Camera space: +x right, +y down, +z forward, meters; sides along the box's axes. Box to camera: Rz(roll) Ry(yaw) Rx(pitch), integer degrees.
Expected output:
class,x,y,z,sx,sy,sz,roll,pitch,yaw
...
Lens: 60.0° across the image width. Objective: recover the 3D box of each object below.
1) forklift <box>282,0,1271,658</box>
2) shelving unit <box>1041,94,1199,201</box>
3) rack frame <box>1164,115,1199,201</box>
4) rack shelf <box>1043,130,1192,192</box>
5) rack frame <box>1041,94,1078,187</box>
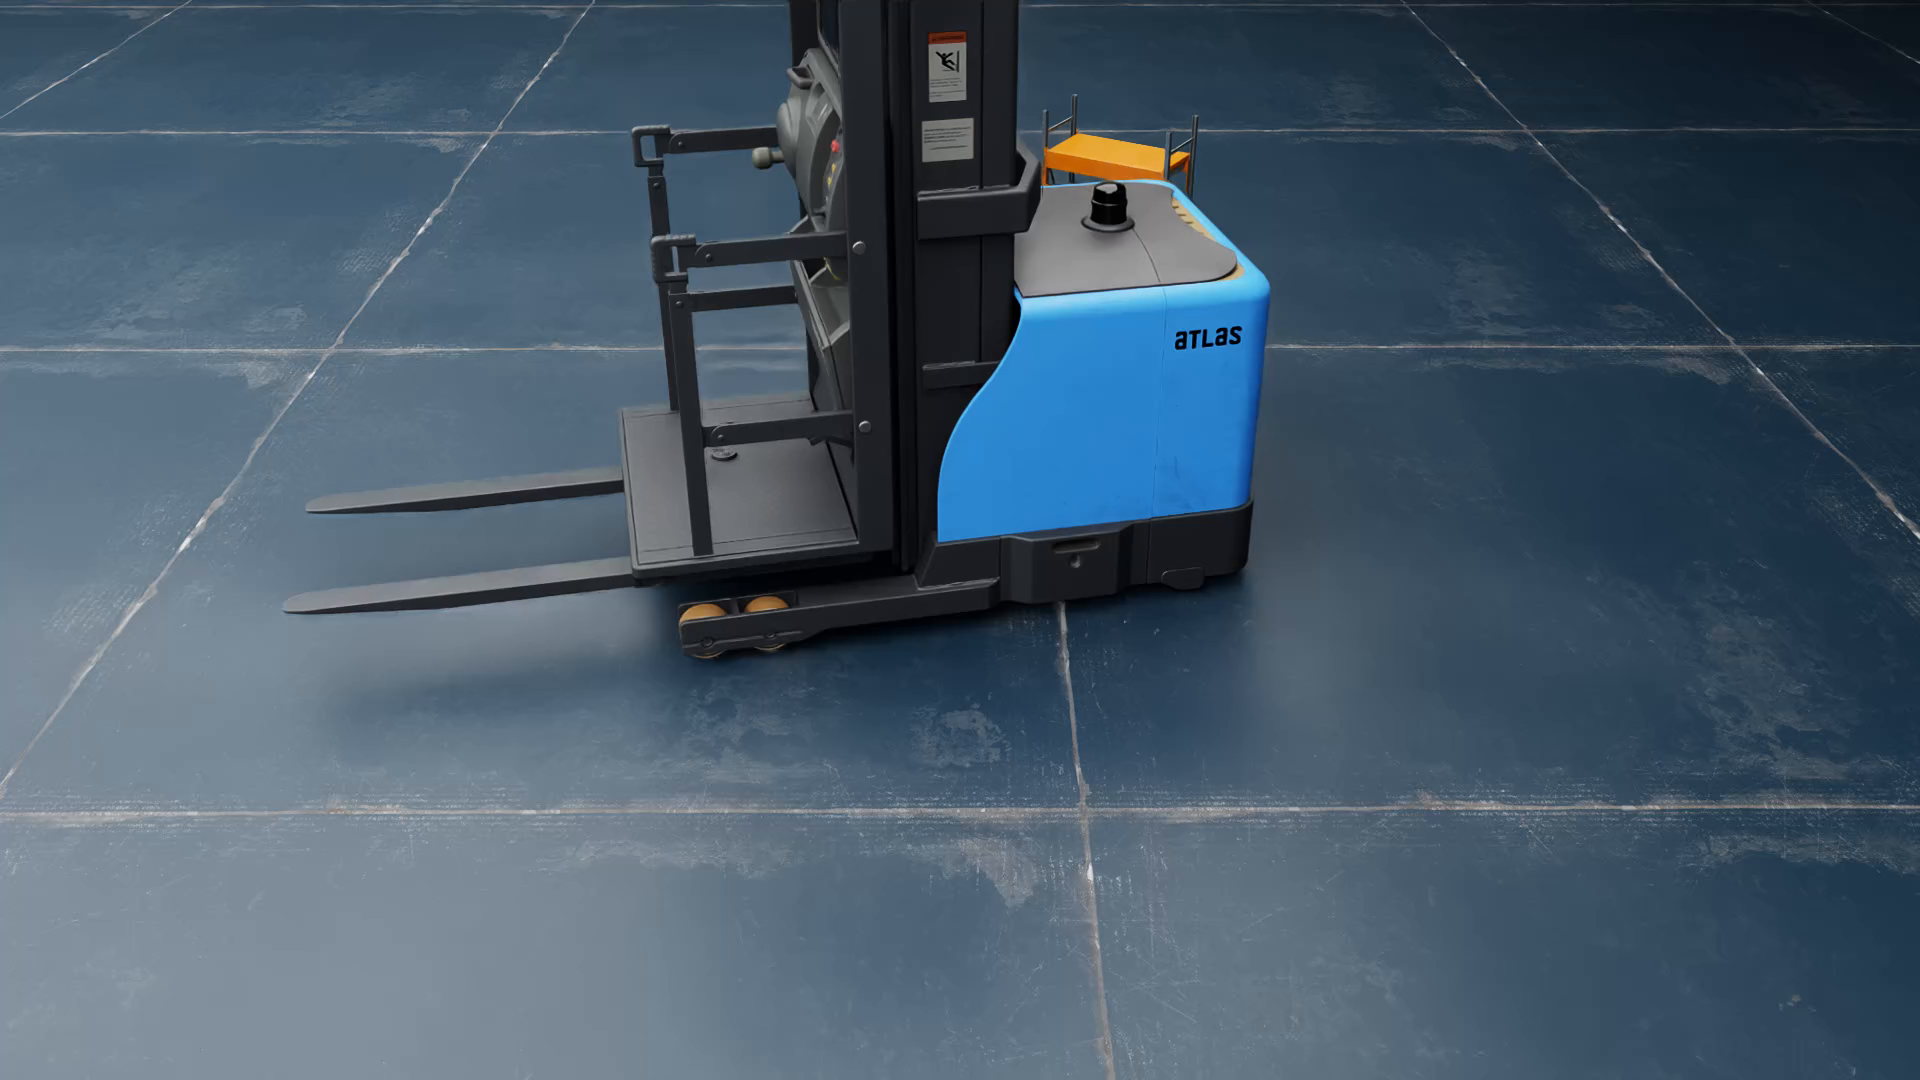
class,x,y,z,sx,sy,sz,roll,pitch,yaw
forklift,-0.619,-1.188,4.882,3.031,2.935,1.130,-7,32,-11
shelving unit,0.575,-1.017,6.269,0.503,1.200,0.258,18,35,26
rack frame,0.783,-0.951,6.161,0.015,1.200,0.240,18,35,26
rack shelf,0.575,-1.353,6.065,0.480,0.148,0.258,18,35,26
rack frame,0.367,-1.083,6.378,0.015,1.200,0.240,18,35,26
